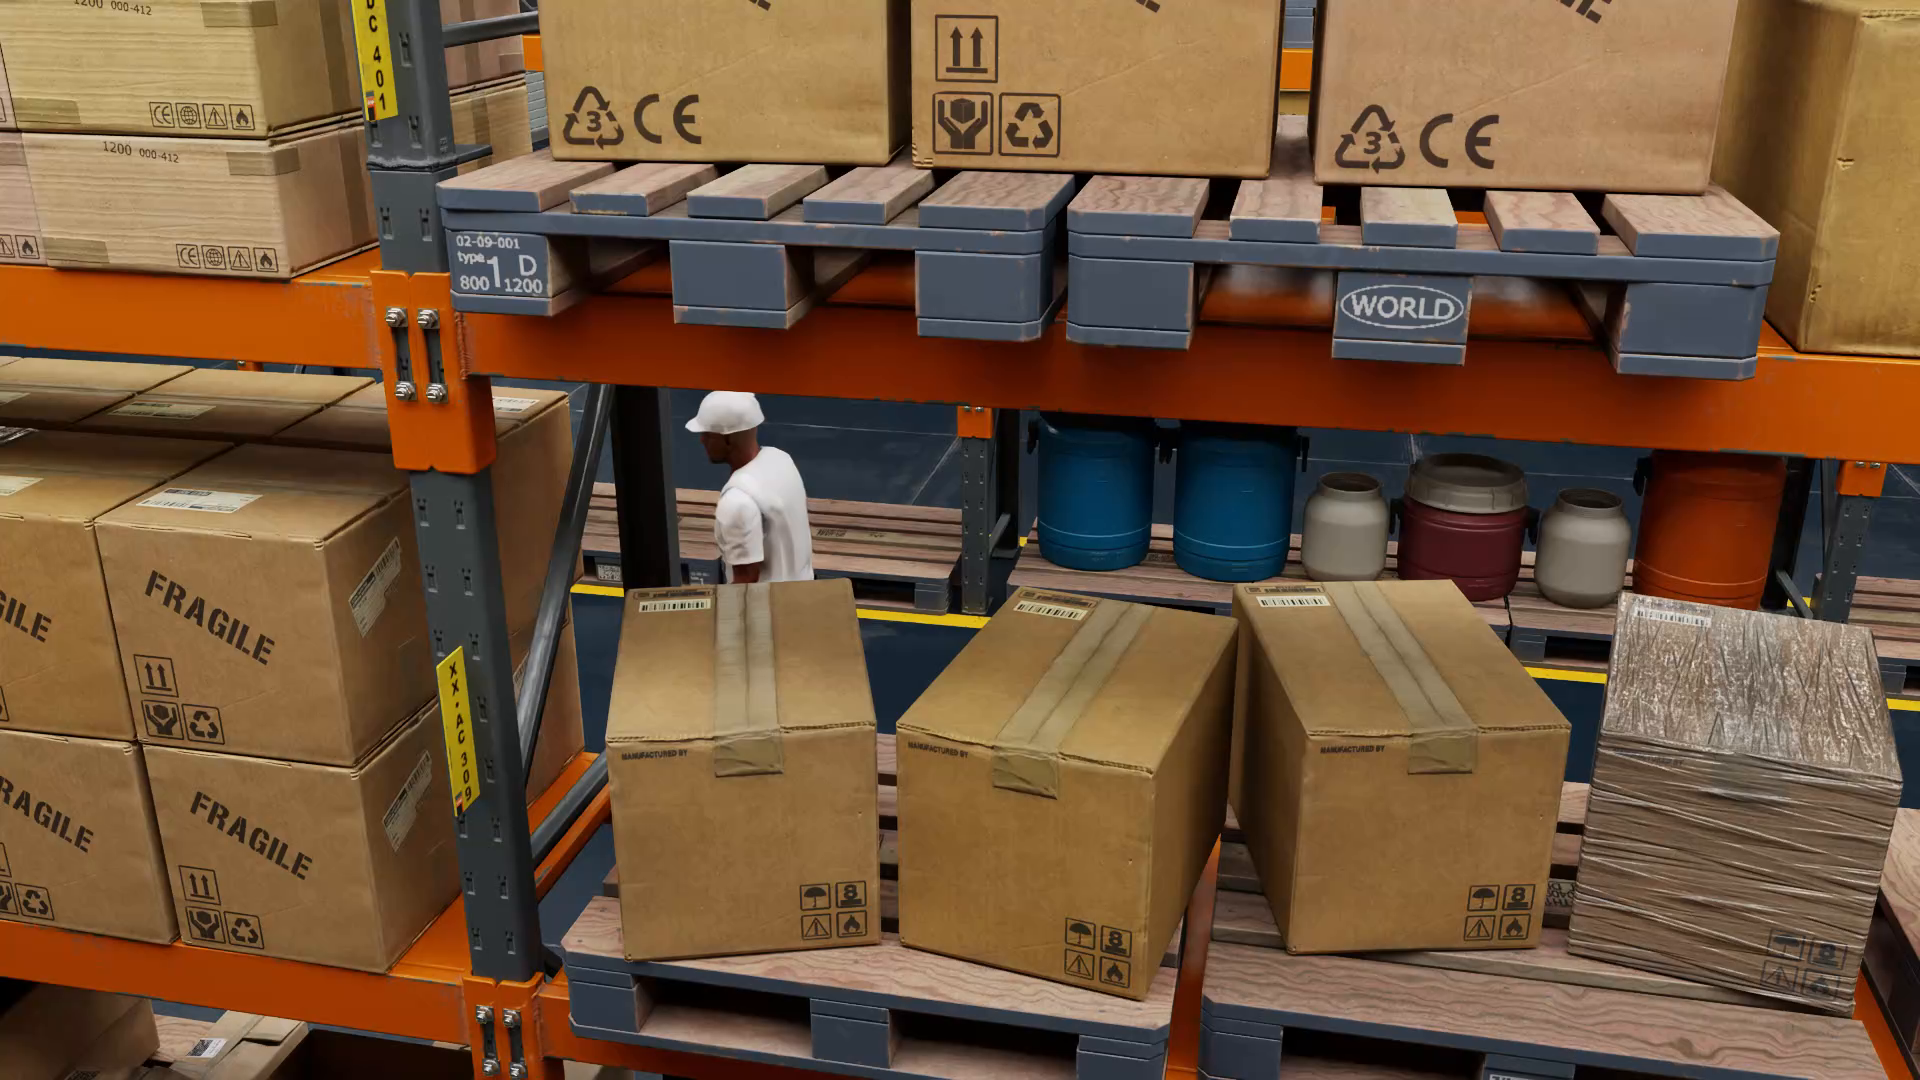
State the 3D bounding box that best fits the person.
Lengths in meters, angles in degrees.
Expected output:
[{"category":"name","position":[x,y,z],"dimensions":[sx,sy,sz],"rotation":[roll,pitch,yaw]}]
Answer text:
[{"category":"person","position":[-0.787,0.266,6.385],"dimensions":[0.443,1.759,0.601],"rotation":[4,22,9]}]
